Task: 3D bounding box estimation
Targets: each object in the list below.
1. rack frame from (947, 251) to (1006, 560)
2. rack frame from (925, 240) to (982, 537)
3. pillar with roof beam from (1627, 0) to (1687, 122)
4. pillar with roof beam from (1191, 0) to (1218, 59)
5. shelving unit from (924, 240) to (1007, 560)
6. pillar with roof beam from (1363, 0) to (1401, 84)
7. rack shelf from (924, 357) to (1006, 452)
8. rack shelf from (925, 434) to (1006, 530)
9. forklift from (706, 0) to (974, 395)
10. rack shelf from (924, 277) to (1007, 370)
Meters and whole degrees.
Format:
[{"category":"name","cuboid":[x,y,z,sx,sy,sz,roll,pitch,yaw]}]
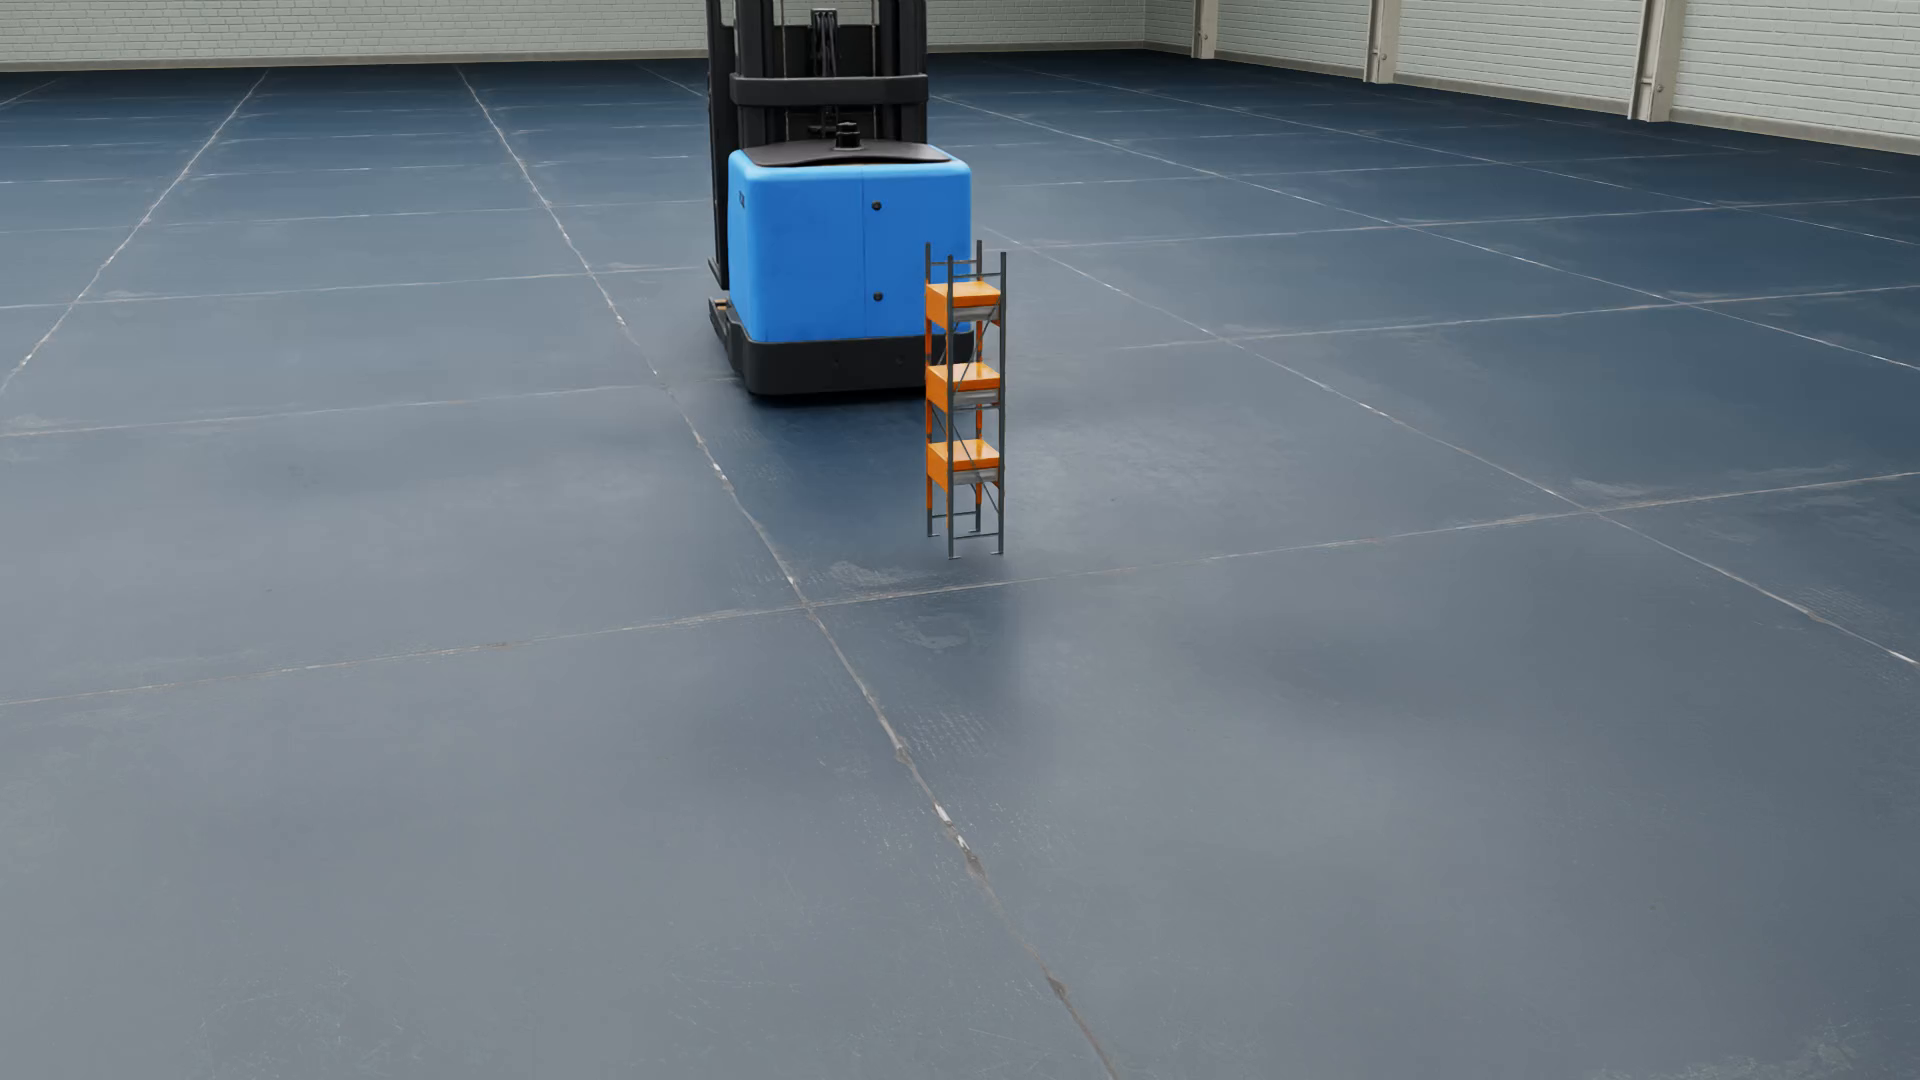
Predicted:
[{"category":"rack frame","cuboid":[0.055,-0.438,5.582,0.200,1.050,0.008,-6,21,-17]},{"category":"rack frame","cuboid":[-0.022,-0.516,5.800,0.200,1.050,0.008,-6,21,-17]},{"category":"pillar with roof beam","cuboid":[4.173,-8.815,17.148,9.100,9.000,0.400,-6,21,-17]},{"category":"pillar with roof beam","cuboid":[0.402,-12.666,27.869,9.100,9.000,0.400,-6,21,-17]},{"category":"shelving unit","cuboid":[0.017,-0.477,5.691,0.215,1.050,0.252,-6,21,-17]},{"category":"pillar with roof beam","cuboid":[2.287,-10.741,22.508,9.100,9.000,0.400,-6,21,-17]},{"category":"rack shelf","cuboid":[0.017,-0.467,5.695,0.215,0.259,0.240,-6,21,-17]},{"category":"rack shelf","cuboid":[0.017,-0.205,5.789,0.215,0.259,0.240,-6,21,-17]},{"category":"forklift","cuboid":[-0.764,-2.498,8.536,1.130,2.935,3.031,-4,20,-12]},{"category":"rack shelf","cuboid":[0.017,-0.734,5.599,0.215,0.259,0.240,-6,21,-17]}]
